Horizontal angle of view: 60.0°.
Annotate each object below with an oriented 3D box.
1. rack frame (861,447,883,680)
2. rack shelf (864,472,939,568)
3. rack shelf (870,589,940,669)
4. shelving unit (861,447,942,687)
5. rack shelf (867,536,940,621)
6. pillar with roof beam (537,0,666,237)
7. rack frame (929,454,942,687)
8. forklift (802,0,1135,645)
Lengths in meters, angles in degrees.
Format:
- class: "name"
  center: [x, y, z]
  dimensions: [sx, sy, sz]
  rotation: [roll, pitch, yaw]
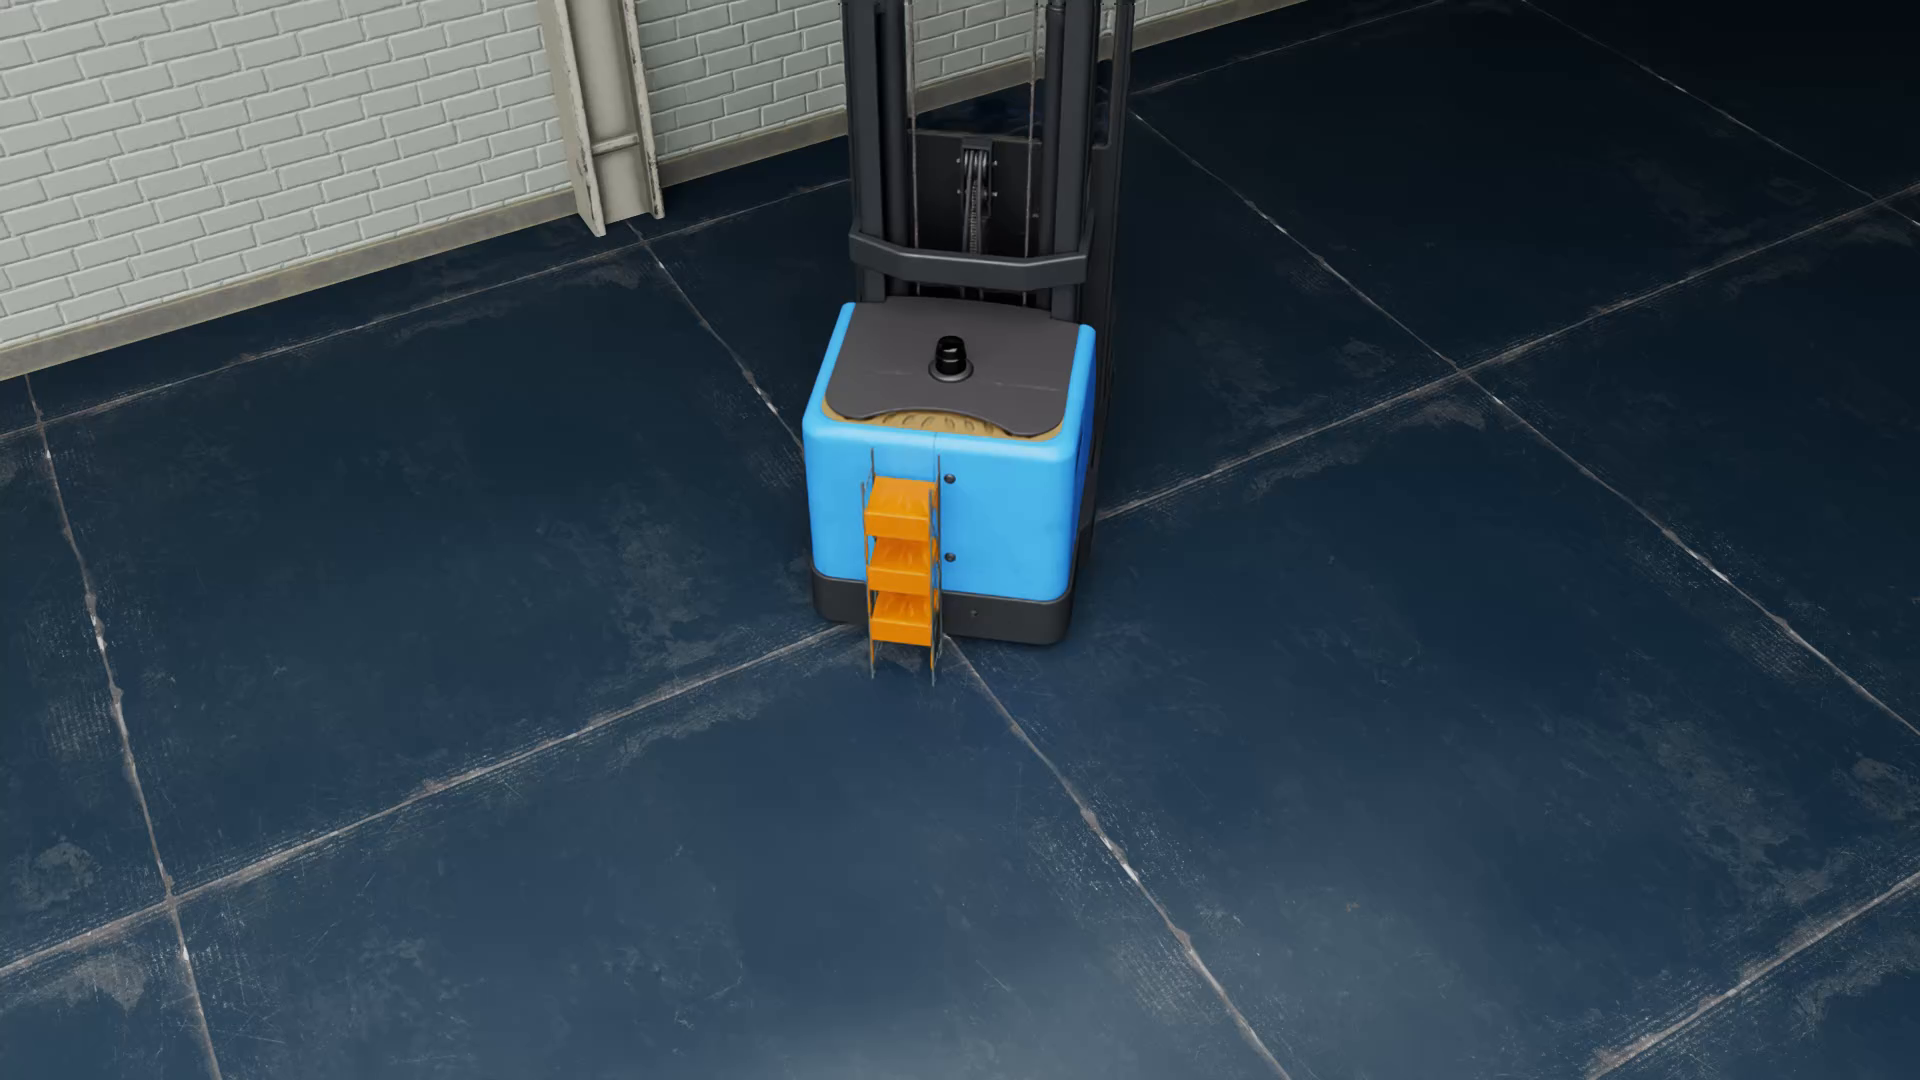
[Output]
- class: "rack frame"
  center: [-0.332, 0.109, 6.313]
  dimensions: [0.008, 1.050, 0.200]
  rotation: [6, 45, 6]
- class: "rack shelf"
  center: [-0.211, -0.074, 6.109]
  dimensions: [0.240, 0.259, 0.215]
  rotation: [6, 45, 6]
- class: "rack shelf"
  center: [-0.211, 0.329, 6.500]
  dimensions: [0.240, 0.259, 0.215]
  rotation: [6, 45, 6]
- class: "shelving unit"
  center: [-0.211, 0.122, 6.299]
  dimensions: [0.252, 1.050, 0.215]
  rotation: [6, 45, 6]
- class: "rack shelf"
  center: [-0.211, 0.130, 6.307]
  dimensions: [0.240, 0.259, 0.215]
  rotation: [6, 45, 6]
- class: "pillar with roof beam"
  center: [0.308, -2.401, 3.192]
  dimensions: [0.400, 9.000, 9.100]
  rotation: [-22, 48, -21]
- class: "rack frame"
  center: [-0.091, 0.136, 6.286]
  dimensions: [0.008, 1.050, 0.200]
  rotation: [6, 45, 6]
- class: "forklift"
  center: [0.141, -1.669, 6.794]
  dimensions: [1.130, 2.935, 3.031]
  rotation: [6, 44, 6]
